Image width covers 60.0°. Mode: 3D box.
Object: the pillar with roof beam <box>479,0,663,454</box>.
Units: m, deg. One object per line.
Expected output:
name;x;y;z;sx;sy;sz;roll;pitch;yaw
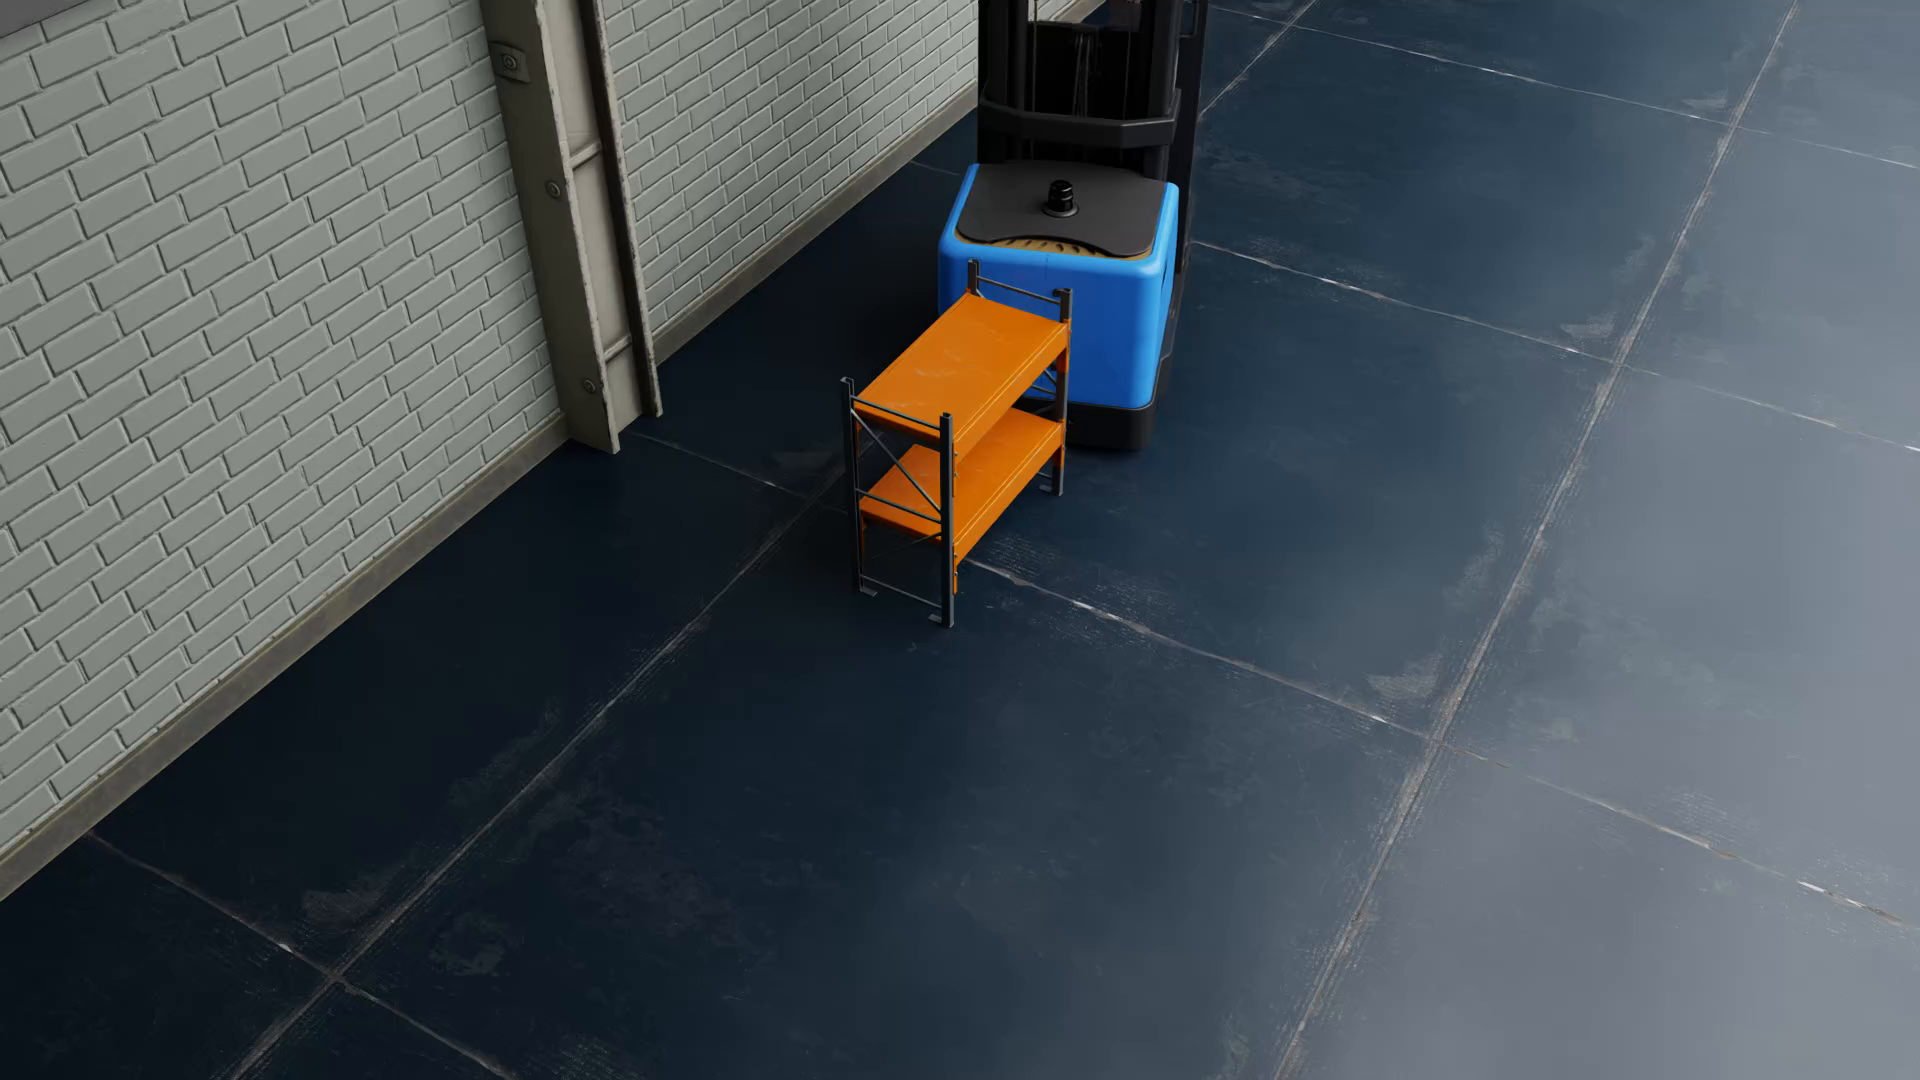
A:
pillar with roof beam;2.019;-2.529;3.629;9.100;9.000;0.400;21;45;22

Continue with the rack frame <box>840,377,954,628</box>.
rack frame;-0.251;-0.135;6.868;0.500;1.125;0.032;21;45;22

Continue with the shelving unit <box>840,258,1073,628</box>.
shelving unit;0.003;-0.426;7.198;0.538;1.125;1.048;21;45;22

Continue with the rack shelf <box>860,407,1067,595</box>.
rack shelf;0.003;-0.243;7.360;0.538;0.278;1.000;21;45;22

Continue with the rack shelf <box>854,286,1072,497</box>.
rack shelf;0.003;-0.646;7.005;0.538;0.278;1.000;21;45;22

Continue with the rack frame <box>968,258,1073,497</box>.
rack frame;0.258;-0.717;7.528;0.500;1.125;0.032;21;45;22

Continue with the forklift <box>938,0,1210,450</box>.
forklift;0.678;-2.511;8.199;1.130;2.935;3.031;8;42;8
